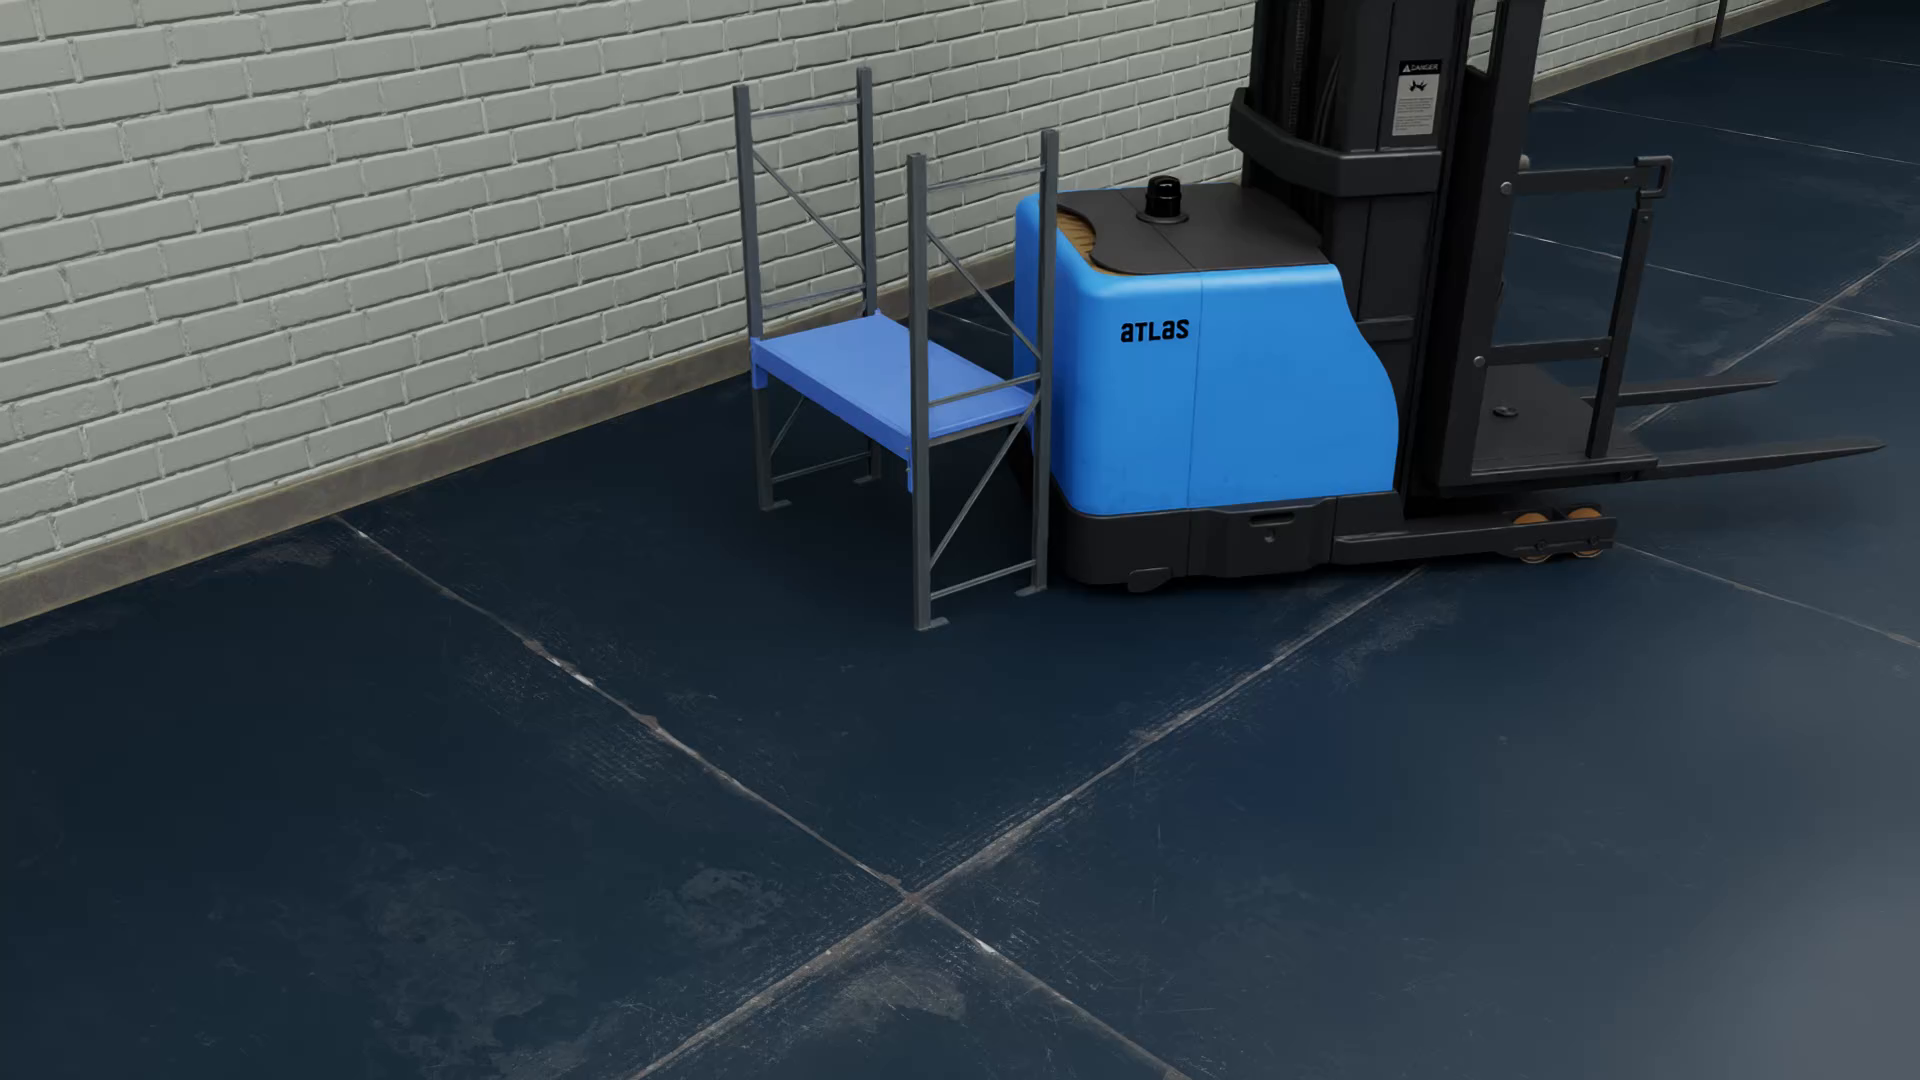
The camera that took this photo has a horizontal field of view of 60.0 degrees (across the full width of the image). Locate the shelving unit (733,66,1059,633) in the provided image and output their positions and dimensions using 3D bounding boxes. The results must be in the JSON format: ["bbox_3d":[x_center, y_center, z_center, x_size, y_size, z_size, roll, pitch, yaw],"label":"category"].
[{"bbox_3d":[-0.218,-0.640,5.357,0.538,1.500,1.048,-18,33,-30],"label":"shelving unit"}]

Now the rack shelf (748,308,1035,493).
[{"bbox_3d":[-0.218,-0.481,5.440,0.538,0.185,1.000,-18,33,-30],"label":"rack shelf"}]

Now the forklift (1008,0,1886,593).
[{"bbox_3d":[1.746,-1.455,5.368,3.031,2.935,1.130,-5,28,-10],"label":"forklift"}]

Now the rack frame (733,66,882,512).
[{"bbox_3d":[-0.506,-0.835,5.727,0.500,1.500,0.032,-18,33,-30],"label":"rack frame"}]

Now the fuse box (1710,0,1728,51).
[{"bbox_3d":[5.972,-4.616,12.690,0.414,1.711,0.539,25,36,38],"label":"fuse box"}]

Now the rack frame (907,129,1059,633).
[{"bbox_3d":[0.070,-0.445,4.986,0.500,1.500,0.032,-18,33,-30],"label":"rack frame"}]
